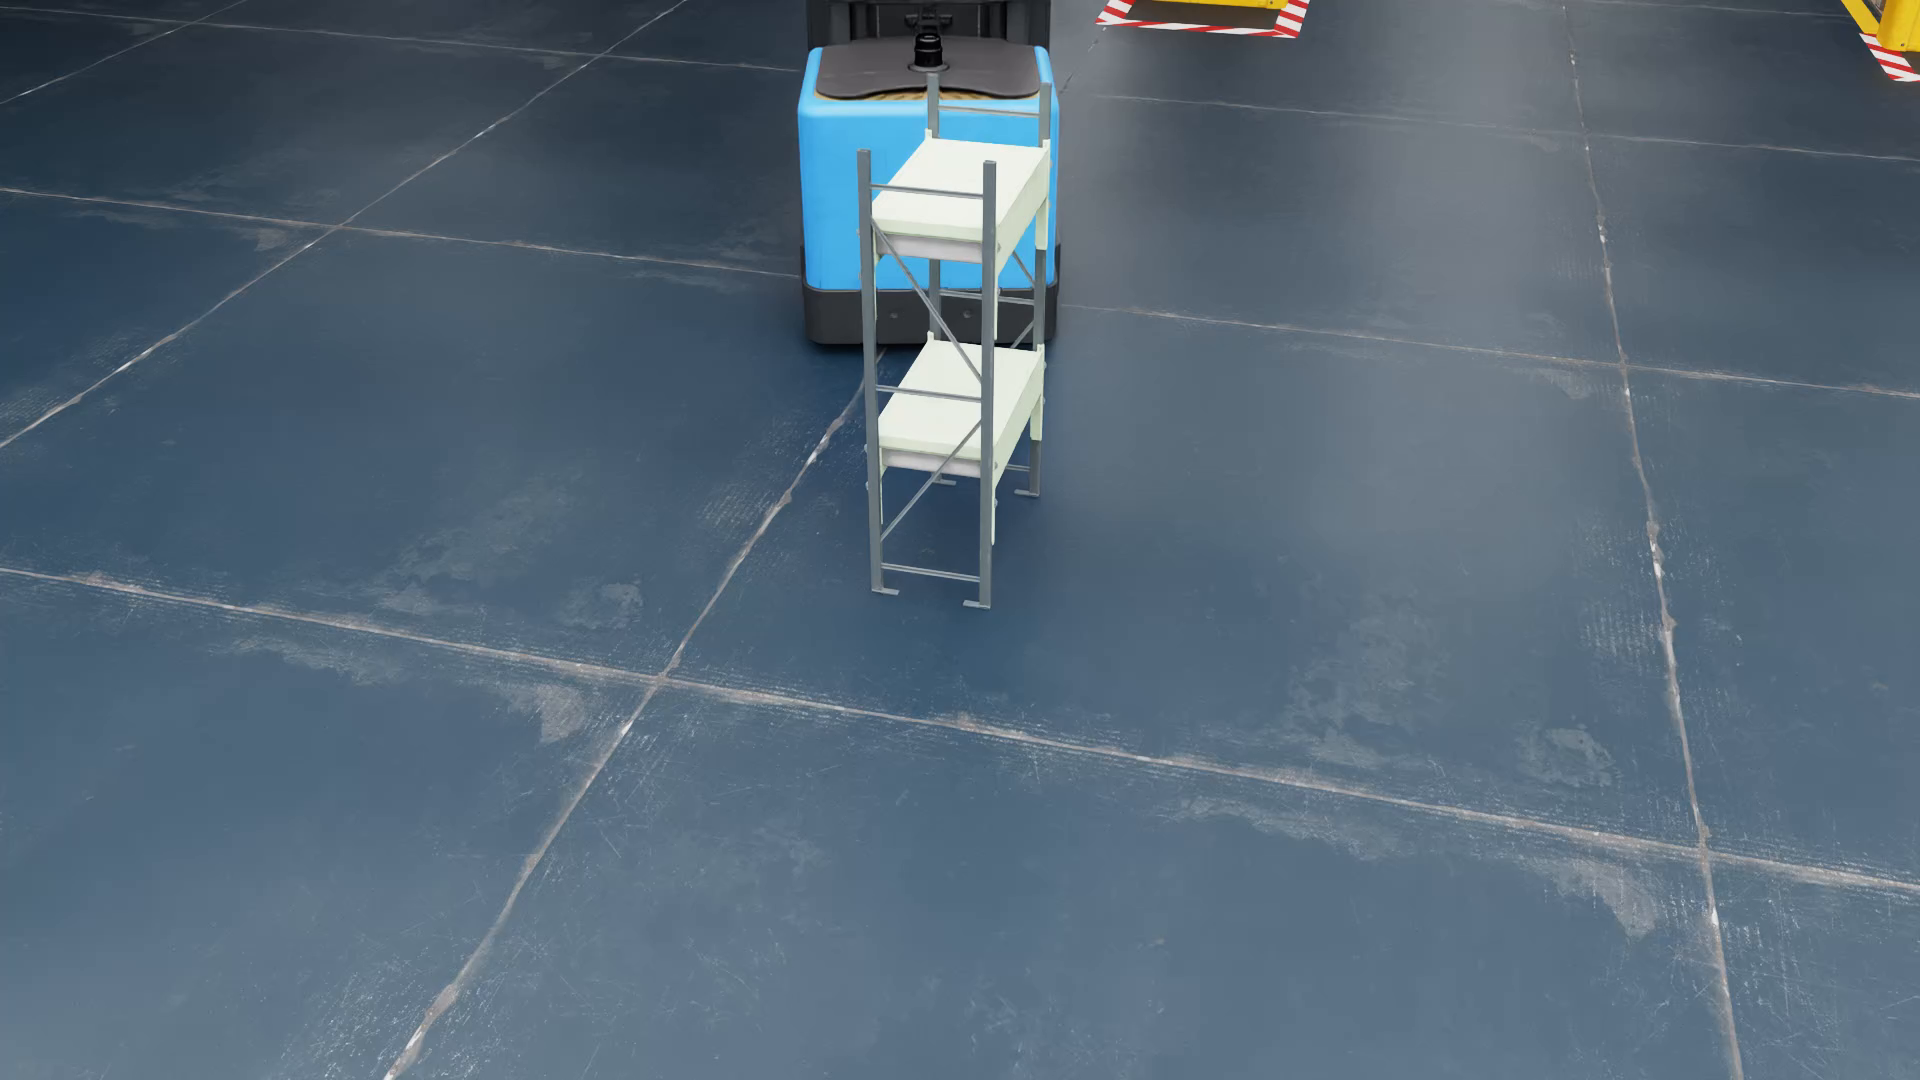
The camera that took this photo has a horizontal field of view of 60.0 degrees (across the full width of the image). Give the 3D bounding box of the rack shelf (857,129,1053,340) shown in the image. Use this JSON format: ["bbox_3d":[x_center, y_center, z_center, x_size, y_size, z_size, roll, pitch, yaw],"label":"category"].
[{"bbox_3d":[-0.002,-0.959,5.133,0.431,0.370,0.720,8,33,12],"label":"rack shelf"}]

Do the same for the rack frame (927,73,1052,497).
[{"bbox_3d":[0.091,-0.819,5.641,0.400,1.500,0.023,8,33,12],"label":"rack frame"}]

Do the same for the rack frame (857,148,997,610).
[{"bbox_3d":[-0.095,-0.440,5.043,0.400,1.500,0.023,8,33,12],"label":"rack frame"}]

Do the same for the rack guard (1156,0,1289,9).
[{"bbox_3d":[1.733,-4.061,11.672,1.175,0.500,0.348,8,33,12],"label":"rack guard"}]

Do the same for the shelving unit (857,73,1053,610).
[{"bbox_3d":[-0.002,-0.629,5.342,0.431,1.500,0.755,8,33,12],"label":"shelving unit"}]

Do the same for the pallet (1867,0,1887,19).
[{"bbox_3d":[6.809,-3.675,11.334,1.003,0.211,1.213,8,33,12],"label":"pallet"}]

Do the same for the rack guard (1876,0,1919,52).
[{"bbox_3d":[6.569,-3.380,10.601,1.175,0.500,0.348,8,33,12],"label":"rack guard"}]

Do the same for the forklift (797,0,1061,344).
[{"bbox_3d":[-0.144,-2.803,7.427,1.130,2.935,3.031,0,32,-1],"label":"forklift"}]

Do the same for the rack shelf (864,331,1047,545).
[{"bbox_3d":[-0.002,-0.354,5.517,0.431,0.370,0.720,8,33,12],"label":"rack shelf"}]
